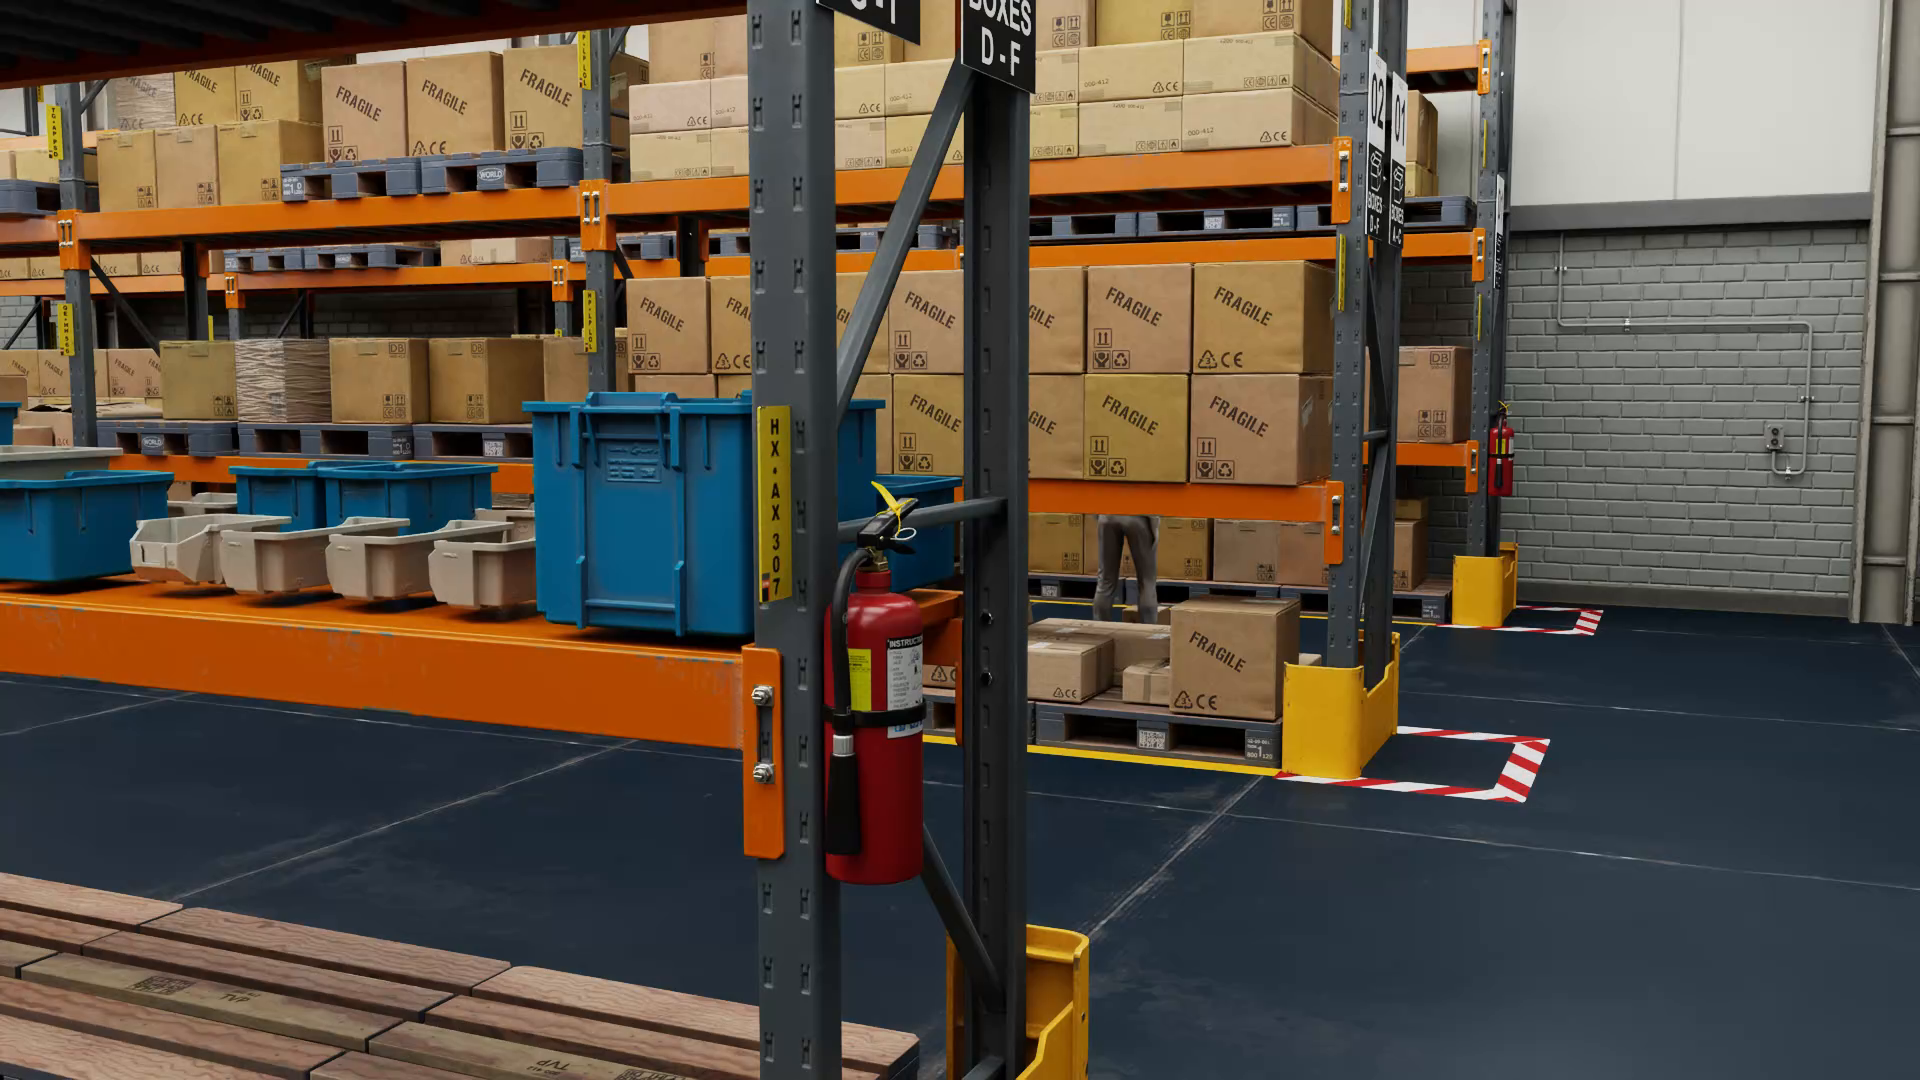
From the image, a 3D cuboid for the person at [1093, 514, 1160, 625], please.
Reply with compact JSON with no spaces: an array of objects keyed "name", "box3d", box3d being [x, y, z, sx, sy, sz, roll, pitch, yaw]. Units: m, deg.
[{"name":"person","box3d":[1.073,-0.100,10.595,0.500,1.711,0.400,3,6,29]}]
